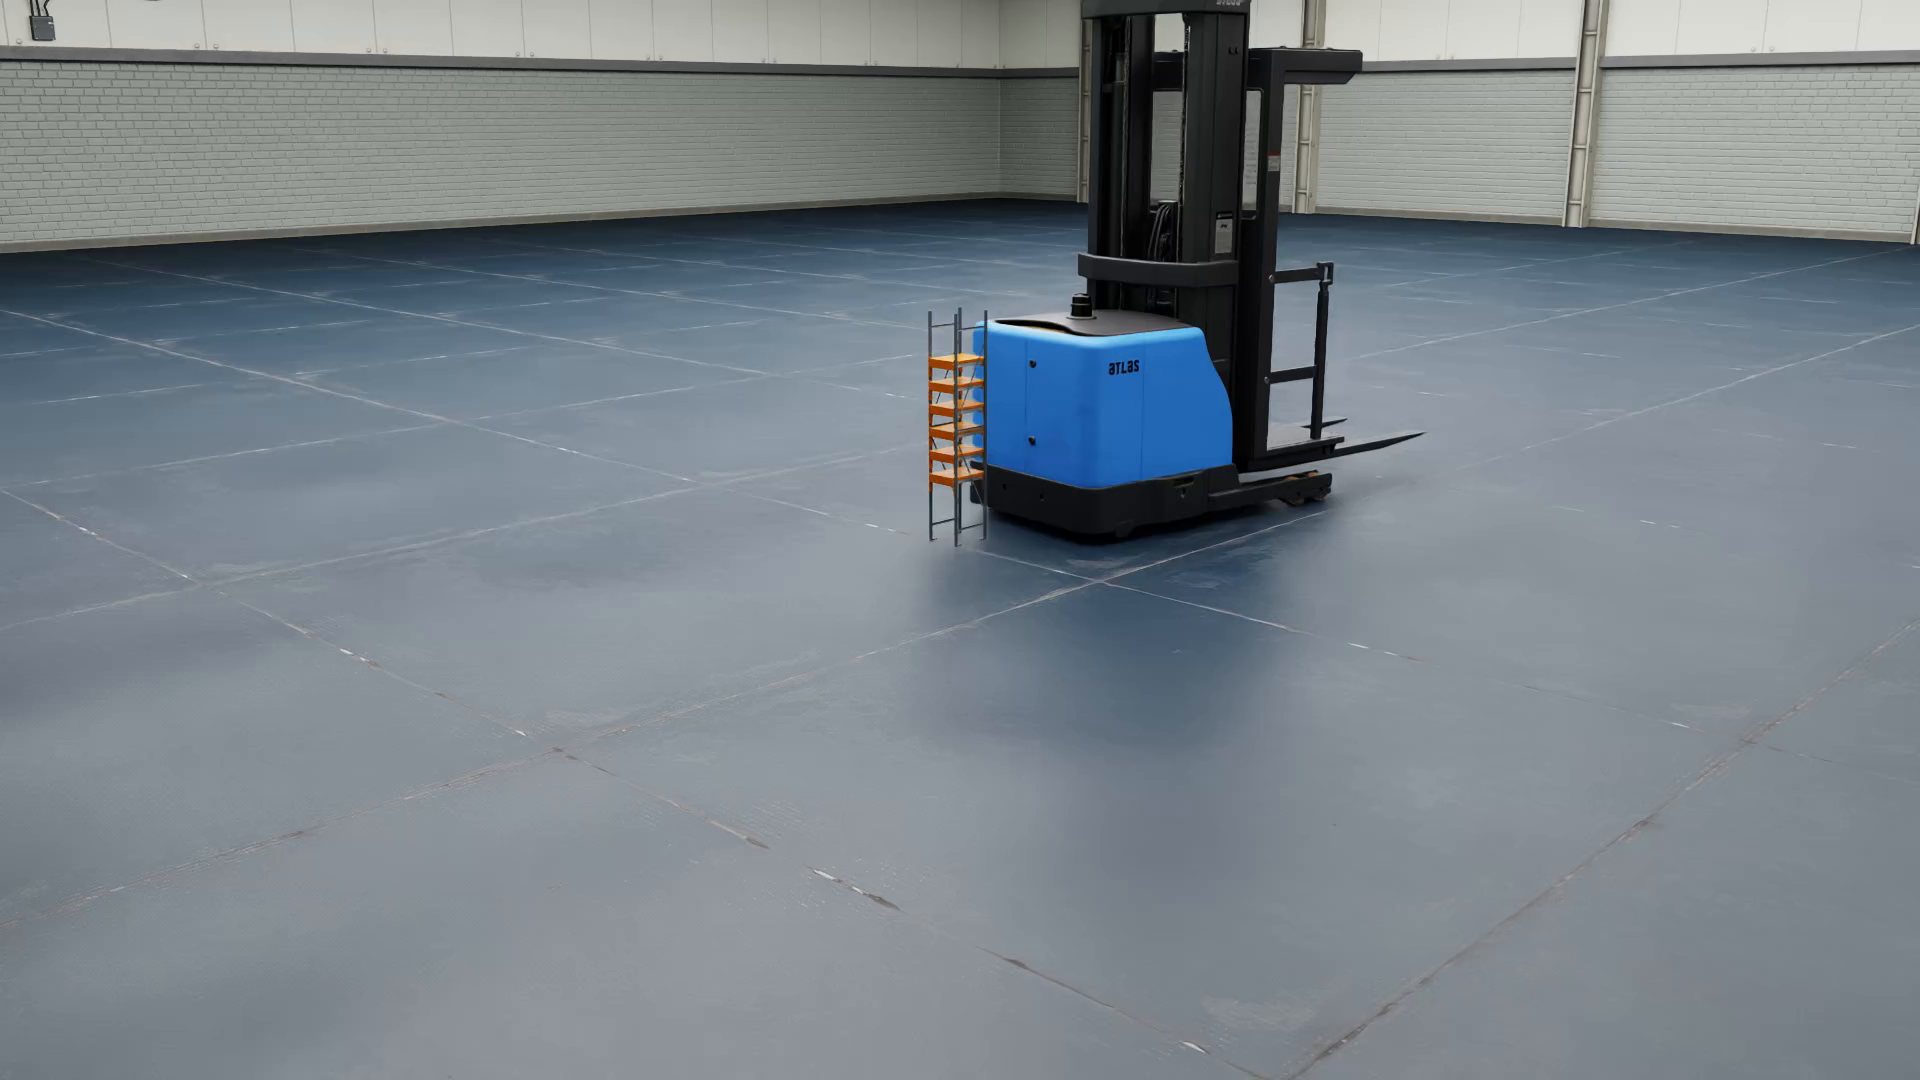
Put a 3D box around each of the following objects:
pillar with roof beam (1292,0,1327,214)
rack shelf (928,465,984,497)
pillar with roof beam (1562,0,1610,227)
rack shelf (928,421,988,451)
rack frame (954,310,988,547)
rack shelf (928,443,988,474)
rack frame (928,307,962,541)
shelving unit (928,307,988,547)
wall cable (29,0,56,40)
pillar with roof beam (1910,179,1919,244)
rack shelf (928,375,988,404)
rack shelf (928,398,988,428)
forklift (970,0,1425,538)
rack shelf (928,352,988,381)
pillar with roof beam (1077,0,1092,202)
[{"bbox_3d":[4.363,-10.571,31.445,0.400,9.000,9.100,14,20,42],"label":"pillar with roof beam"},{"bbox_3d":[-0.010,-0.308,8.654,0.180,0.103,0.258,14,20,42],"label":"rack shelf"},{"bbox_3d":[8.682,-9.521,27.415,0.400,9.000,9.100,14,20,42],"label":"pillar with roof beam"},{"bbox_3d":[-0.010,-0.540,8.593,0.180,0.103,0.258,14,20,42],"label":"rack shelf"},{"bbox_3d":[0.055,-0.567,8.520,0.006,1.200,0.240,14,20,42],"label":"rack frame"},{"bbox_3d":[-0.010,-0.424,8.623,0.180,0.103,0.258,14,20,42],"label":"rack shelf"},{"bbox_3d":[-0.076,-0.599,8.643,0.006,1.200,0.240,14,20,42],"label":"rack frame"},{"bbox_3d":[-0.010,-0.583,8.582,0.189,1.200,0.258,14,20,42],"label":"shelving unit"},{"bbox_3d":[-13.434,-10.806,25.605,0.169,6.003,2.305,14,20,42],"label":"wall cable"},{"bbox_3d":[13.002,-8.470,23.385,0.400,9.000,9.100,14,20,42],"label":"pillar with roof beam"},{"bbox_3d":[-0.010,-0.772,8.533,0.180,0.103,0.258,14,20,42],"label":"rack shelf"},{"bbox_3d":[-0.010,-0.656,8.563,0.180,0.103,0.258,14,20,42],"label":"rack shelf"},{"bbox_3d":[1.523,-1.707,9.462,3.031,2.935,1.130,-11,18,-37],"label":"forklift"},{"bbox_3d":[-0.010,-0.889,8.502,0.180,0.103,0.258,14,20,42],"label":"rack shelf"},{"bbox_3d":[0.044,-11.621,35.475,0.400,9.000,9.100,14,20,42],"label":"pillar with roof beam"}]
